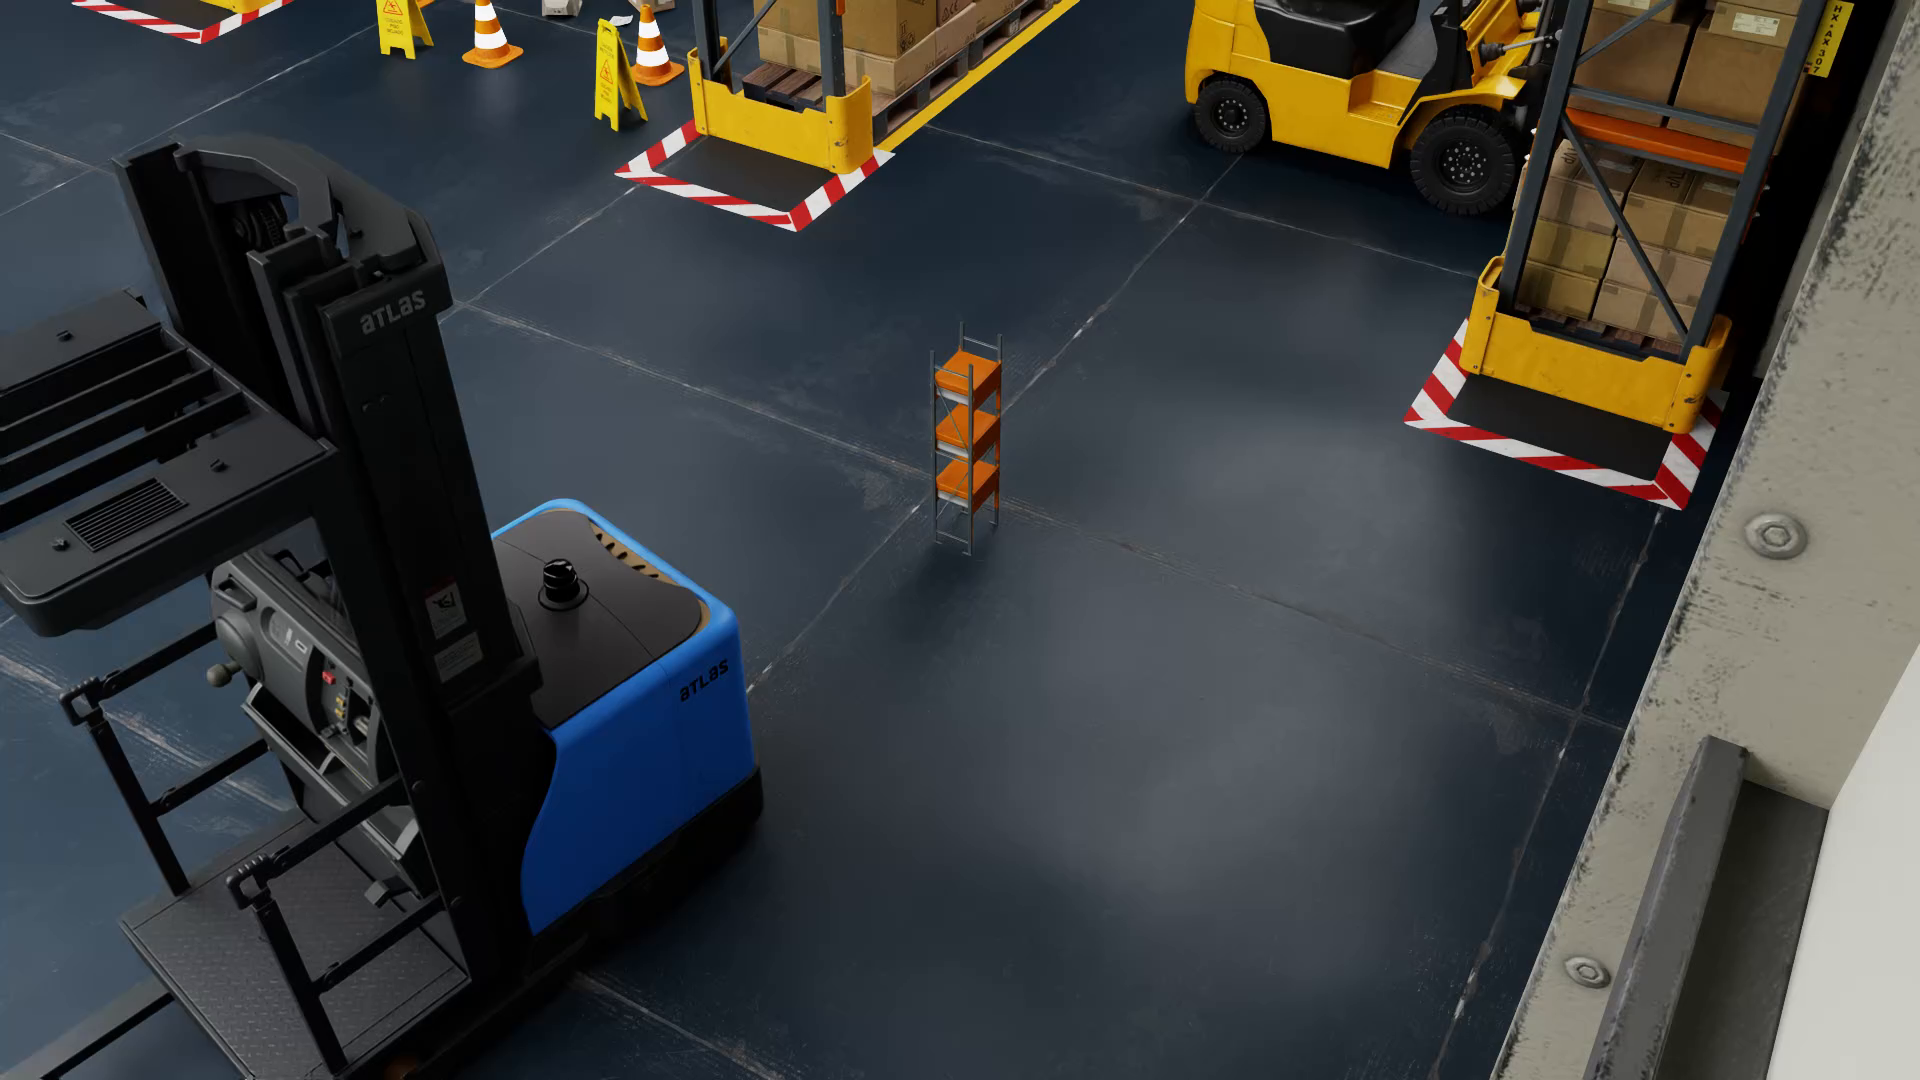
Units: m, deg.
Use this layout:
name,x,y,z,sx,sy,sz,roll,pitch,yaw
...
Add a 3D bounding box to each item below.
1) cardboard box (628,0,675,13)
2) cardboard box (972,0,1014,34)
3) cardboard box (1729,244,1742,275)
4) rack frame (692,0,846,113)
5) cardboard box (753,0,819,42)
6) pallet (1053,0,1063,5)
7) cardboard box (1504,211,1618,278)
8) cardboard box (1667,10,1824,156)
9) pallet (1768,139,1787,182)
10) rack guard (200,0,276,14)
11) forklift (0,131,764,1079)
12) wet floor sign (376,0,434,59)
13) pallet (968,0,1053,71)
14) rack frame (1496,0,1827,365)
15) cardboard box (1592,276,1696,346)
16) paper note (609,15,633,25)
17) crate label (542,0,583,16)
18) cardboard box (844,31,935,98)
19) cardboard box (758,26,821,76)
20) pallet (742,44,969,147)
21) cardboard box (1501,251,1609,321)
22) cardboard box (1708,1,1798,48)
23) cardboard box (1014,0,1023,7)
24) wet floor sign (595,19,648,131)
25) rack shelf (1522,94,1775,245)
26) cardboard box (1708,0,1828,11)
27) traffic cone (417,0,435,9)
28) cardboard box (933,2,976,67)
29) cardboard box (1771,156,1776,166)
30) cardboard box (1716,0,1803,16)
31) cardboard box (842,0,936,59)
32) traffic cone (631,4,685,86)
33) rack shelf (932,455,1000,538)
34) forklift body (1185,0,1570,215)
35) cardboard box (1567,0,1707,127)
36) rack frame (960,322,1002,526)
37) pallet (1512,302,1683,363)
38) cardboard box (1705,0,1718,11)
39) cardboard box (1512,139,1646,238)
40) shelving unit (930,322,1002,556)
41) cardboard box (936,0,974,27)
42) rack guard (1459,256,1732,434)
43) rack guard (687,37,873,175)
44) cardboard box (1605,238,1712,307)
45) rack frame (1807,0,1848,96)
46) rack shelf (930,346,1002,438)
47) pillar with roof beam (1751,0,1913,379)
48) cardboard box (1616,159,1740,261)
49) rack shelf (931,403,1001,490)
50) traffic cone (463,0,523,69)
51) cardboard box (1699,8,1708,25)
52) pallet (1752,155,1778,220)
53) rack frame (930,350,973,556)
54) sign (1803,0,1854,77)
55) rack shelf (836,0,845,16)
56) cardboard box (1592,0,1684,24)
name,x,y,z,sx,sy,sz,roll,pitch,yaw
cardboard box,-2.234,-3.921,11.905,0.250,0.149,0.380,-21,45,-22
cardboard box,0.027,-3.675,11.231,0.500,0.250,0.500,24,47,25
cardboard box,3.850,-1.555,8.825,0.500,0.250,0.500,21,46,22
rack frame,-1.140,-3.573,9.353,1.000,3.000,0.127,21,45,22
cardboard box,-0.965,-3.525,10.494,0.500,0.500,0.500,21,46,22
pallet,0.556,-4.419,12.424,1.003,0.211,1.213,21,45,22
cardboard box,3.132,-1.629,8.530,0.500,0.250,0.500,20,45,22
cardboard box,3.648,-2.163,7.676,0.500,0.500,0.500,22,46,23
pallet,4.727,-2.735,10.511,1.003,0.211,1.213,21,45,22
rack guard,-5.488,-4.200,11.957,1.175,0.500,0.348,21,45,22
forklift,-2.115,0.455,4.831,1.130,2.935,3.031,32,50,31
wet floor sign,-3.777,-3.597,11.162,0.267,0.644,0.232,14,43,15
pallet,-0.054,-3.718,11.628,1.003,0.211,1.213,21,45,22
rack frame,3.159,-1.933,7.491,1.000,3.000,0.127,21,45,22
cardboard box,3.574,-1.275,8.507,0.500,0.250,0.500,21,46,22
paper note,-2.391,-3.658,11.696,0.148,0.019,0.142,7,42,8
crate label,-2.833,-3.814,11.793,0.250,0.136,0.298,0,41,0
cardboard box,-0.497,-3.069,10.543,0.500,0.250,0.500,21,45,22
cardboard box,-0.957,-3.264,10.765,0.500,0.250,0.500,21,45,22
pallet,-0.665,-3.023,10.839,1.003,0.211,1.213,21,45,22
cardboard box,3.121,-1.432,8.685,0.500,0.250,0.500,21,46,22
cardboard box,3.553,-2.323,7.367,0.380,0.149,0.250,20,45,21
cardboard box,0.282,-3.963,11.559,0.500,0.250,0.500,22,46,23
wet floor sign,-2.162,-2.934,10.410,0.232,0.644,0.267,-29,49,-29
rack shelf,4.160,-2.808,9.029,1.077,0.370,4.000,21,45,22
cardboard box,3.889,-2.468,8.023,0.500,0.500,0.500,22,46,23
traffic cone,-3.981,-4.034,11.797,0.336,0.463,0.334,21,45,22
cardboard box,-0.235,-3.358,10.872,0.500,0.250,0.500,23,46,24
cardboard box,4.589,-2.426,9.814,0.500,0.250,0.500,21,46,22
cardboard box,3.512,-2.448,7.284,0.380,0.149,0.250,20,45,21
cardboard box,-0.486,-3.364,10.311,0.500,0.500,0.500,19,45,21
traffic cone,-2.042,-3.293,10.955,0.336,0.463,0.334,21,45,22
rack shelf,0.027,-0.208,7.444,0.215,0.259,0.240,21,45,22
forklift body,2.529,-3.303,9.689,2.313,2.155,1.214,21,45,22
cardboard box,3.178,-2.339,7.877,0.500,0.500,0.500,20,45,21
rack frame,0.088,-0.494,7.333,0.200,1.050,0.008,21,45,22
pallet,3.506,-1.338,8.926,1.003,0.211,1.213,21,45,22
cardboard box,3.622,-2.485,7.551,0.380,0.149,0.250,21,45,22
cardboard box,3.120,-1.801,8.347,0.500,0.250,0.500,22,46,23
shelving unit,0.027,-0.425,7.253,0.215,1.050,0.252,21,45,22
cardboard box,-0.228,-3.665,10.652,0.500,0.500,0.500,19,45,21
rack guard,3.147,-0.982,8.302,1.175,0.500,0.348,21,45,22
rack guard,-1.102,-2.678,10.229,1.175,0.500,0.348,21,45,22
cardboard box,3.574,-1.447,8.324,0.500,0.250,0.500,22,46,23
rack frame,5.161,-4.222,10.090,1.000,3.000,0.127,21,45,22
rack shelf,0.027,-0.630,7.073,0.215,0.259,0.240,21,45,22
pillar with roof beam,0.561,-5.709,7.239,9.100,9.000,0.400,21,45,22
cardboard box,3.564,-1.647,8.172,0.500,0.250,0.500,20,45,21
rack shelf,0.027,-0.417,7.260,0.215,0.259,0.240,21,45,22
traffic cone,-3.173,-3.466,11.151,0.336,0.463,0.334,21,45,22
cardboard box,3.446,-2.633,8.210,0.500,0.500,0.500,22,46,23
pallet,4.117,-2.034,9.715,1.003,0.211,1.213,21,45,22
rack frame,-0.034,-0.355,7.174,0.200,1.050,0.008,21,45,22
sign,3.637,-2.101,6.967,0.100,0.325,0.005,21,45,22
rack shelf,-0.139,-4.447,10.890,1.077,0.370,4.000,21,45,22
cardboard box,3.090,-2.505,7.574,0.380,0.149,0.250,22,46,23
